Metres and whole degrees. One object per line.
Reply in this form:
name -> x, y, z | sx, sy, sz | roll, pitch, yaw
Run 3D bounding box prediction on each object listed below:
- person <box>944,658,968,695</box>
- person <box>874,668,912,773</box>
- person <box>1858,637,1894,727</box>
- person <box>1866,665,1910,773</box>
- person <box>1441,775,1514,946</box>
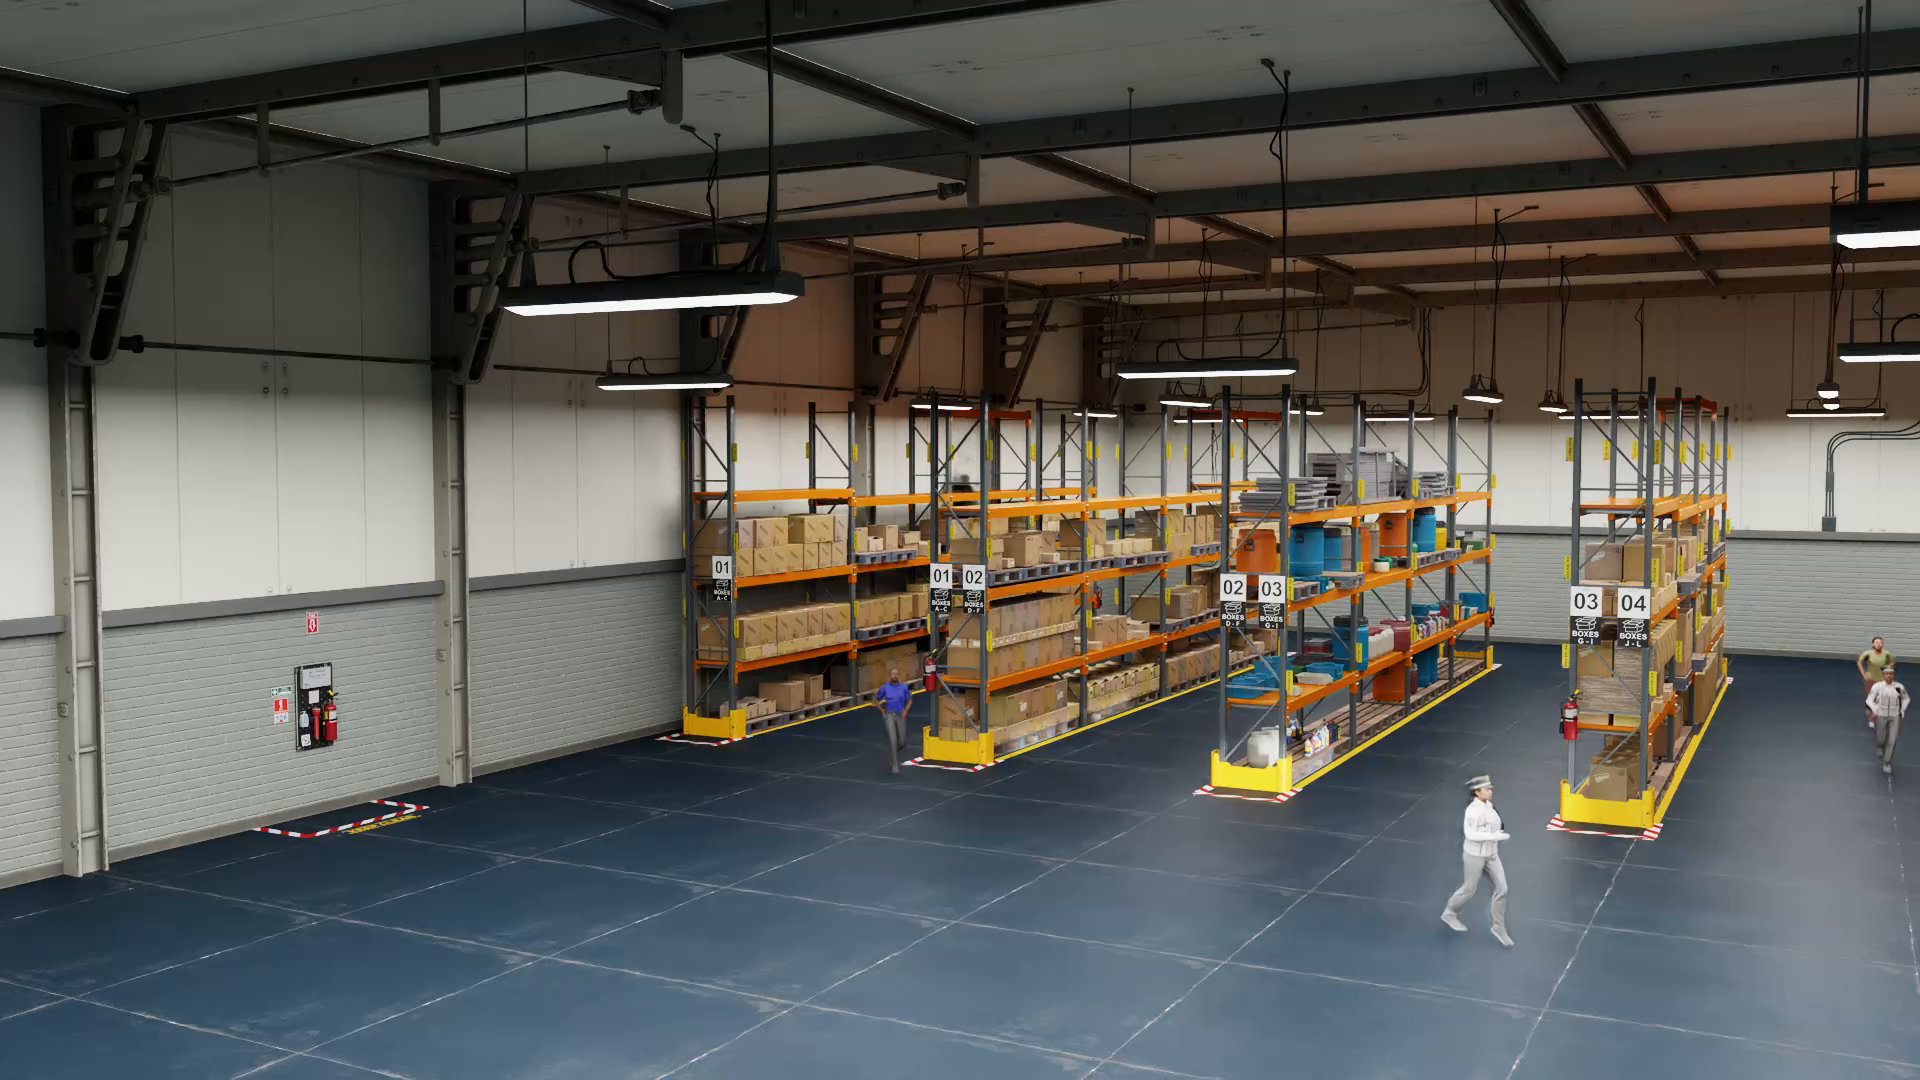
person -> -0.046, 2.577, 30.653 | 0.570, 1.688, 0.796 | 1, 3, 20
person -> -1.040, 2.837, 26.247 | 0.603, 1.648, 0.599 | -1, 3, -17
person -> 16.833, 2.586, 30.564 | 0.604, 1.644, 0.735 | 1, 3, 20
person -> 14.670, 2.798, 26.283 | 0.617, 1.682, 0.747 | 1, 3, 23
person -> 5.309, 3.260, 17.047 | 0.598, 1.753, 0.777 | -3, 4, -40
